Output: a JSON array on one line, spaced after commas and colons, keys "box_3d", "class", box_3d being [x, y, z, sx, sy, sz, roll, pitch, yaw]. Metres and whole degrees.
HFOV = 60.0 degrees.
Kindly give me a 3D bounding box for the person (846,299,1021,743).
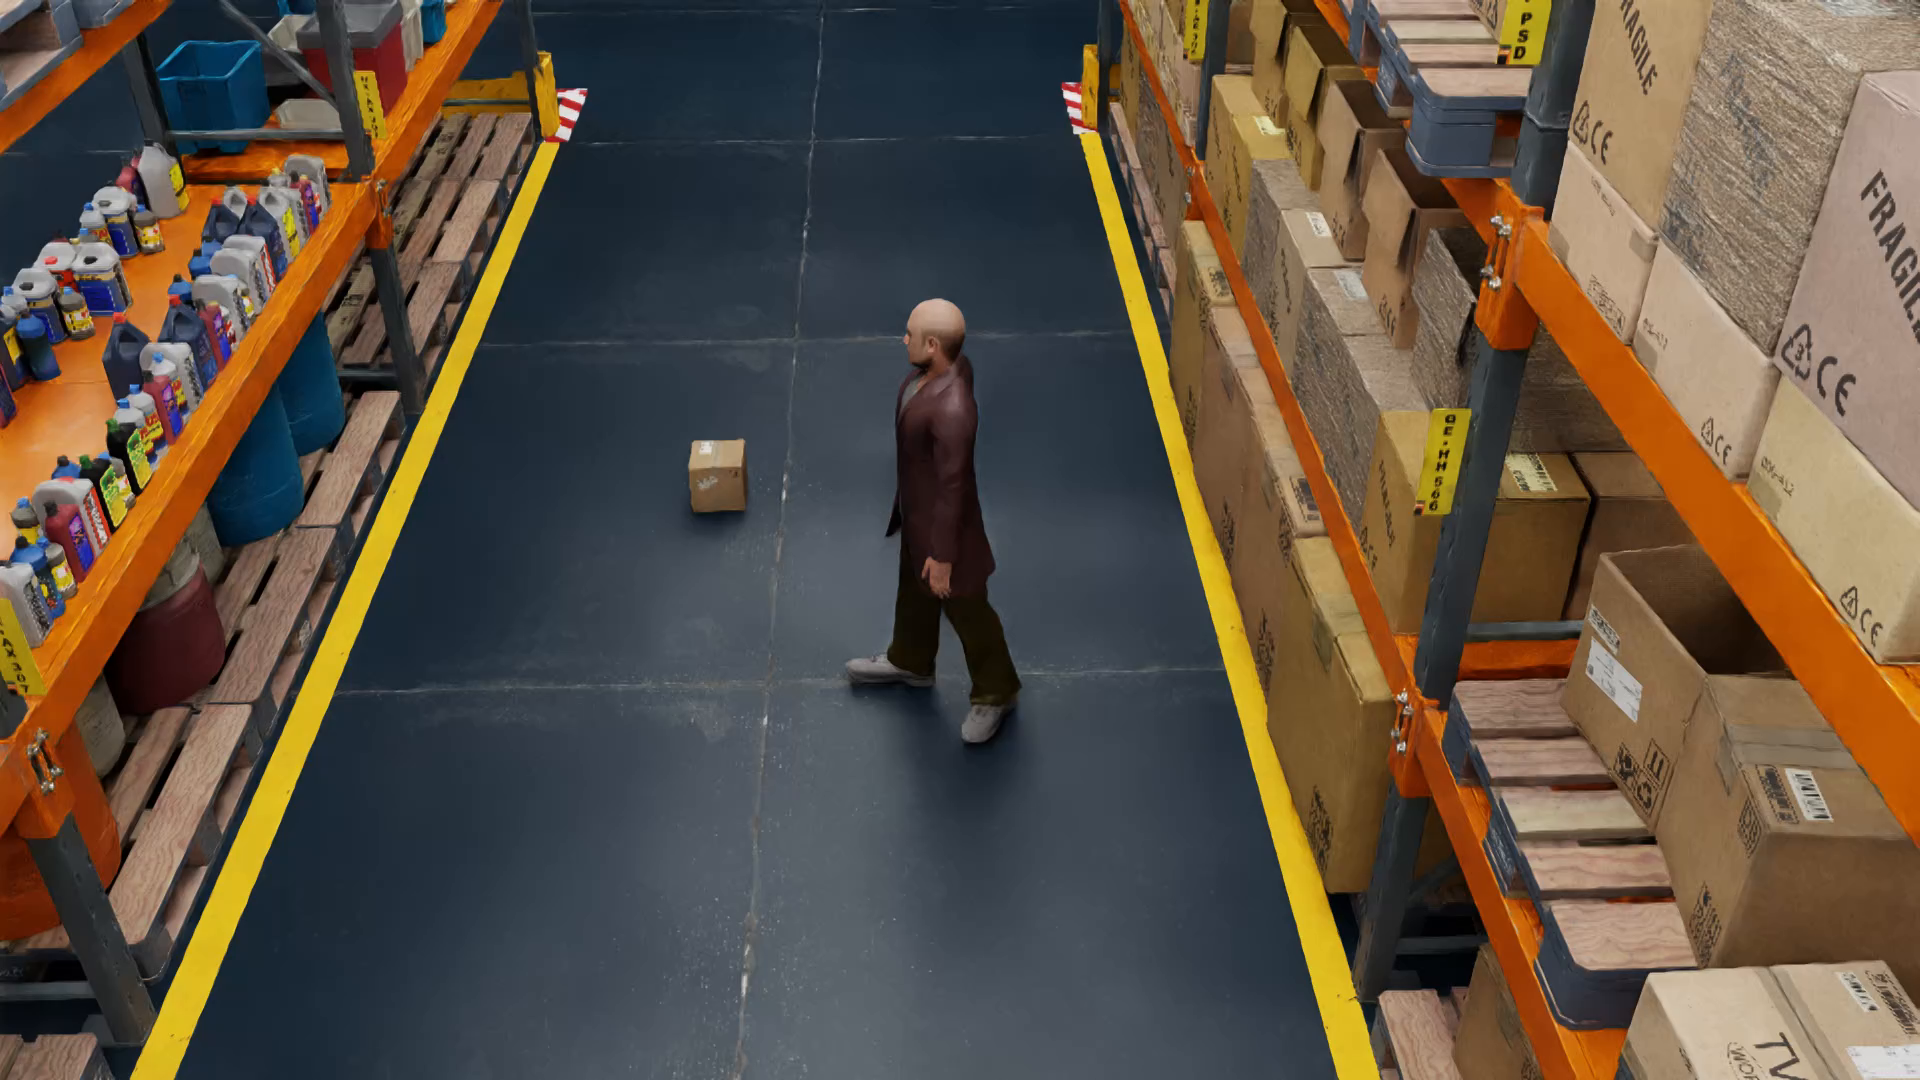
[{"box_3d": [-0.111, -0.113, 6.303, 0.679, 1.775, 0.779, -5, 35, -7], "class": "person"}]
